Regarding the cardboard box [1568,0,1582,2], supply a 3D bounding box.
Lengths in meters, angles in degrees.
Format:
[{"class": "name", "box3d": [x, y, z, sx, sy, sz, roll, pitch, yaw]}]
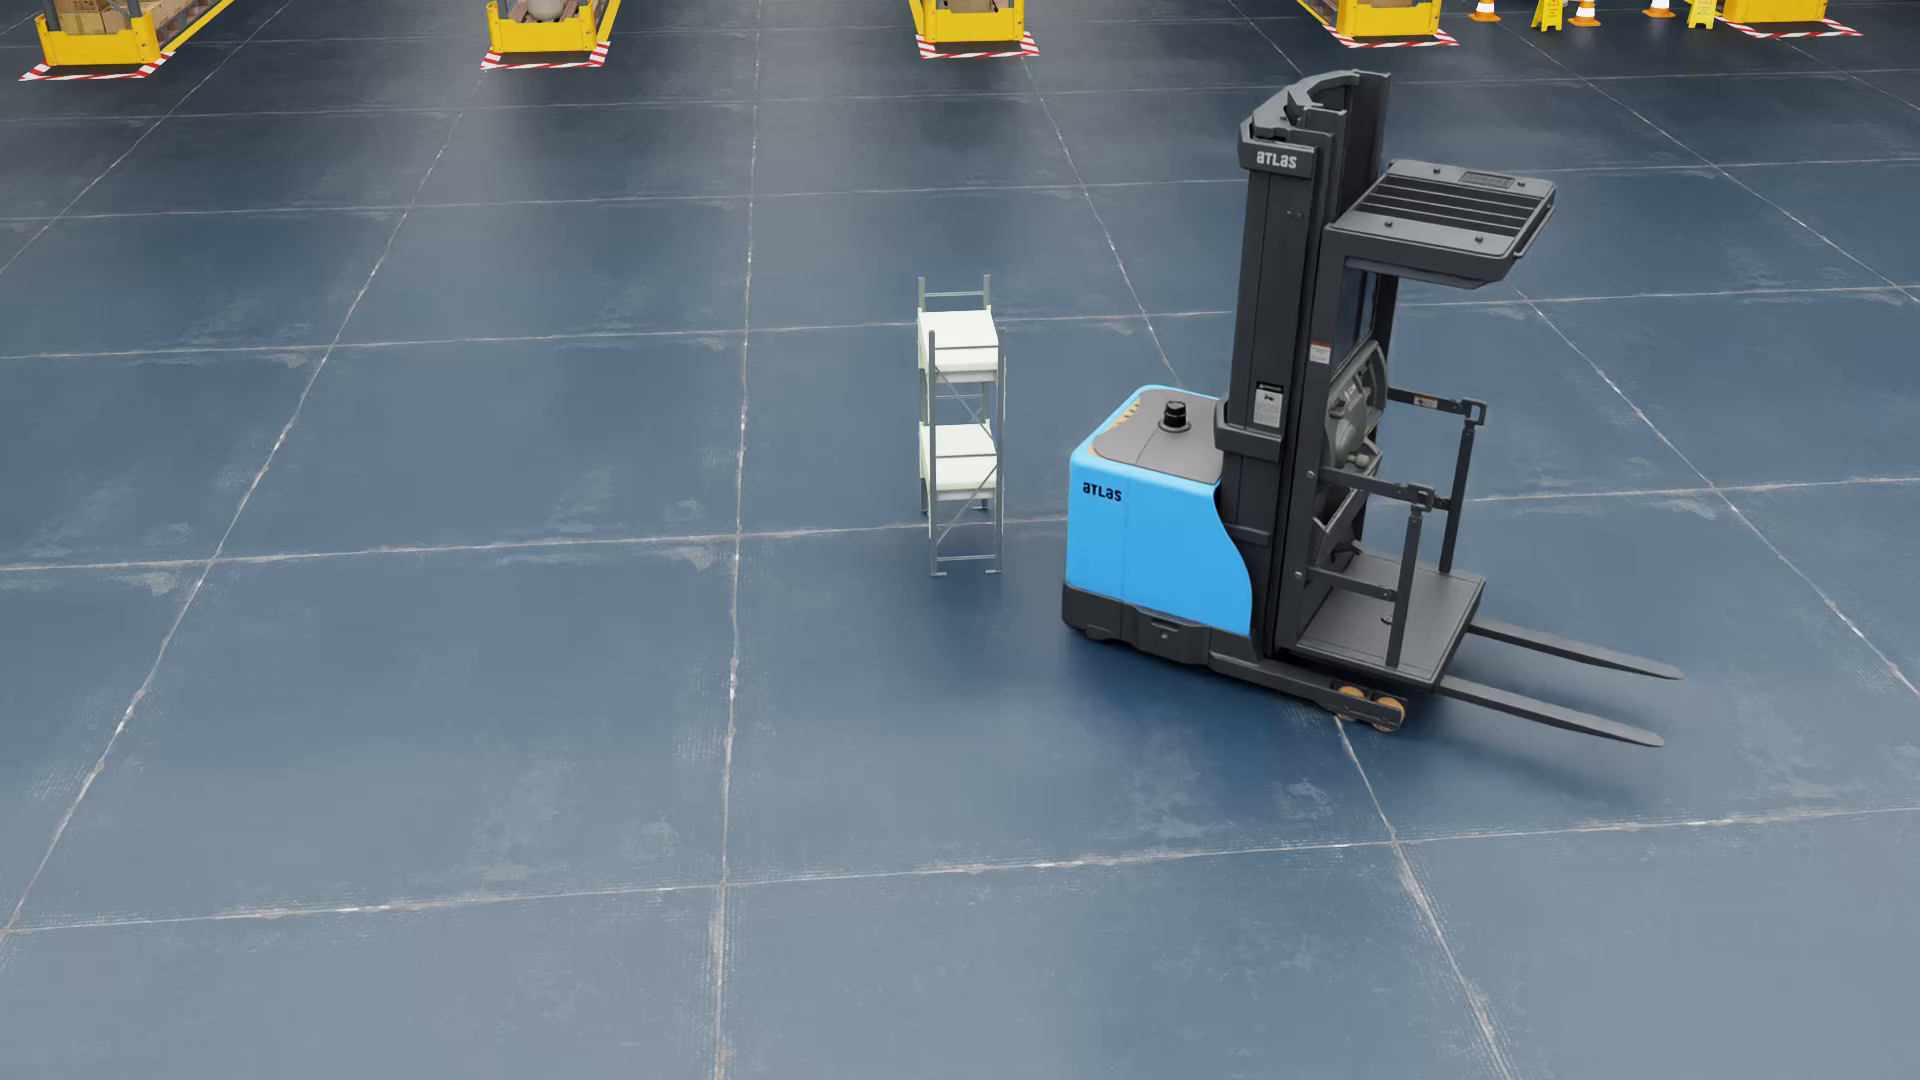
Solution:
[{"class": "cardboard box", "box3d": [7.898, -7.032, 21.378, 0.380, 0.149, 0.250, 13, 33, 21]}]

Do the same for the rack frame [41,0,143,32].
[{"class": "rack frame", "box3d": [-9.698, -6.736, 18.103, 1.000, 3.000, 0.127, -3, 31, -5]}]

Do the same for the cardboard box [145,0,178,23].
[{"class": "cardboard box", "box3d": [-9.577, -6.276, 19.603, 0.500, 0.250, 0.500, -3, 31, -5]}]

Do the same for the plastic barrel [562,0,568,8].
[{"class": "plastic barrel", "box3d": [-4.951, -6.672, 20.012, 0.421, 0.512, 0.421, 0, 31, 0]}]

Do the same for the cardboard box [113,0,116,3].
[{"class": "cardboard box", "box3d": [-10.101, -6.250, 19.561, 0.500, 0.250, 0.500, -3, 31, -5]}]

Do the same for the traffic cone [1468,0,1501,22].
[{"class": "traffic cone", "box3d": [6.477, -6.645, 20.424, 0.336, 0.463, 0.334, -3, 31, -5]}]

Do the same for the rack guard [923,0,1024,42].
[{"class": "rack guard", "box3d": [0.158, -6.175, 19.600, 1.175, 0.500, 0.348, -3, 31, -5]}]

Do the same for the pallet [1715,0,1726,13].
[{"class": "pallet", "box3d": [9.984, -6.942, 21.166, 1.003, 0.211, 1.213, -3, 31, -5]}]

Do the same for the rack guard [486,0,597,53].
[{"class": "rack guard", "box3d": [-4.820, -5.935, 19.199, 1.175, 0.500, 0.348, -3, 31, -5]}]

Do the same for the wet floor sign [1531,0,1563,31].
[{"class": "wet floor sign", "box3d": [7.087, -6.464, 19.943, 0.267, 0.644, 0.232, -8, 32, -13]}]

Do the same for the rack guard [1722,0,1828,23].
[{"class": "rack guard", "box3d": [10.025, -6.649, 20.395, 1.175, 0.500, 0.348, -3, 31, -5]}]

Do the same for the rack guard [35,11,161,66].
[{"class": "rack guard", "box3d": [-9.696, -5.651, 18.723, 1.175, 0.500, 0.348, -3, 31, -5]}]

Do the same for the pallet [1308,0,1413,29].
[{"class": "pallet", "box3d": [4.960, -6.602, 20.598, 1.003, 0.211, 1.213, -3, 31, -5]}]

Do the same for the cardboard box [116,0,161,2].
[{"class": "cardboard box", "box3d": [-9.576, -6.598, 19.411, 0.500, 0.500, 0.500, -3, 31, -5]}]

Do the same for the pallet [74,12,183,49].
[{"class": "pallet", "box3d": [-9.812, -5.928, 19.468, 1.003, 0.211, 1.213, -3, 31, -5]}]

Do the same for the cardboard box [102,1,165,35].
[{"class": "cardboard box", "box3d": [-9.527, -6.021, 19.176, 0.500, 0.250, 0.500, -3, 31, -5]}]

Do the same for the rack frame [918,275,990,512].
[{"class": "rack frame", "box3d": [-0.034, -0.827, 9.673, 0.400, 1.500, 0.023, -3, 31, -5]}]

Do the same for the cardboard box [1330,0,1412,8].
[{"class": "cardboard box", "box3d": [4.984, -7.006, 20.217, 0.875, 0.875, 0.875, -3, 31, -4]}]

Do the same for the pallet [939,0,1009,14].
[{"class": "pallet", "box3d": [0.117, -6.467, 20.371, 1.003, 0.211, 1.213, -3, 31, -5]}]

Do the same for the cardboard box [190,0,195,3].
[{"class": "cardboard box", "box3d": [-9.665, -6.786, 20.459, 0.500, 0.250, 0.500, -3, 31, -5]}]

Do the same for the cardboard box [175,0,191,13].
[{"class": "cardboard box", "box3d": [-9.624, -6.531, 20.031, 0.500, 0.250, 0.500, -3, 31, -5]}]

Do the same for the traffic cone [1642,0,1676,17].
[{"class": "traffic cone", "box3d": [8.707, -6.752, 20.604, 0.336, 0.463, 0.334, -3, 31, -5]}]

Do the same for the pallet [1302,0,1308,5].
[{"class": "pallet", "box3d": [4.849, -7.224, 21.638, 1.003, 0.211, 1.213, -3, 31, -5]}]

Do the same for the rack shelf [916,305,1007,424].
[{"class": "rack shelf", "box3d": [0.001, -0.976, 9.160, 0.431, 0.370, 0.720, -3, 31, -5]}]

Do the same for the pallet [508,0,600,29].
[{"class": "pallet", "box3d": [-4.891, -6.226, 19.968, 1.003, 0.211, 1.213, -3, 31, -5]}]

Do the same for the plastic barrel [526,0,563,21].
[{"class": "plastic barrel", "box3d": [-4.904, -6.416, 19.583, 0.421, 0.512, 0.421, 0, 31, 0]}]

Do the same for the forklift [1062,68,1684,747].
[{"class": "forklift", "box3d": [2.088, -0.629, 7.944, 3.031, 2.935, 1.130, 16, 34, 24]}]

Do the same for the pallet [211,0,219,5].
[{"class": "pallet", "box3d": [-10.040, -7.173, 21.554, 1.003, 0.211, 1.213, -3, 31, -5]}]

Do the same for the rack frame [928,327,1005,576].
[{"class": "rack frame", "box3d": [0.035, -0.454, 9.047, 0.400, 1.500, 0.023, -3, 31, -5]}]

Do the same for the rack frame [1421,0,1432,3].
[{"class": "rack frame", "box3d": [5.113, -7.395, 19.205, 1.000, 3.000, 0.127, -3, 31, -5]}]

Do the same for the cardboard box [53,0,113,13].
[{"class": "cardboard box", "box3d": [-10.045, -6.318, 18.942, 0.500, 0.500, 0.500, -3, 31, -5]}]

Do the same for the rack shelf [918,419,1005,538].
[{"class": "rack shelf", "box3d": [0.001, -0.361, 9.527, 0.431, 0.370, 0.720, -3, 31, -5]}]

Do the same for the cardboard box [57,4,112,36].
[{"class": "cardboard box", "box3d": [-10.043, -5.996, 19.135, 0.500, 0.250, 0.500, -3, 31, -5]}]

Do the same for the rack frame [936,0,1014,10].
[{"class": "rack frame", "box3d": [0.165, -7.209, 18.894, 1.000, 3.000, 0.127, -3, 31, -5]}]

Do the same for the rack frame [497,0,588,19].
[{"class": "rack frame", "box3d": [-4.766, -6.972, 18.497, 1.000, 3.000, 0.127, -3, 31, -5]}]

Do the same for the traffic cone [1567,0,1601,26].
[{"class": "traffic cone", "box3d": [7.634, -6.526, 20.224, 0.336, 0.463, 0.334, -3, 31, -5]}]

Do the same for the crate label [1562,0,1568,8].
[{"class": "crate label", "box3d": [7.499, -6.784, 20.974, 0.250, 0.136, 0.298, -20, 36, -30]}]

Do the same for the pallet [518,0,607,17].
[{"class": "pallet", "box3d": [-5.002, -6.848, 21.008, 1.003, 0.211, 1.213, -3, 31, -5]}]

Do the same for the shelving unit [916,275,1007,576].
[{"class": "shelving unit", "box3d": [0.001, -0.640, 9.360, 0.431, 1.500, 0.755, -3, 31, -5]}]

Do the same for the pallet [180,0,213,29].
[{"class": "pallet", "box3d": [-9.922, -6.549, 20.508, 1.003, 0.211, 1.213, -3, 31, -5]}]

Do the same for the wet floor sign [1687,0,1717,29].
[{"class": "wet floor sign", "box3d": [8.984, -6.525, 20.044, 0.267, 0.644, 0.232, 8, 32, 13]}]

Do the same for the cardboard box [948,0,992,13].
[{"class": "cardboard box", "box3d": [0.123, -6.636, 19.962, 0.500, 0.500, 0.500, 3, 31, 5]}]

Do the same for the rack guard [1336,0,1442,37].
[{"class": "rack guard", "box3d": [5.115, -6.310, 19.826, 1.175, 0.500, 0.348, -3, 31, -5]}]
